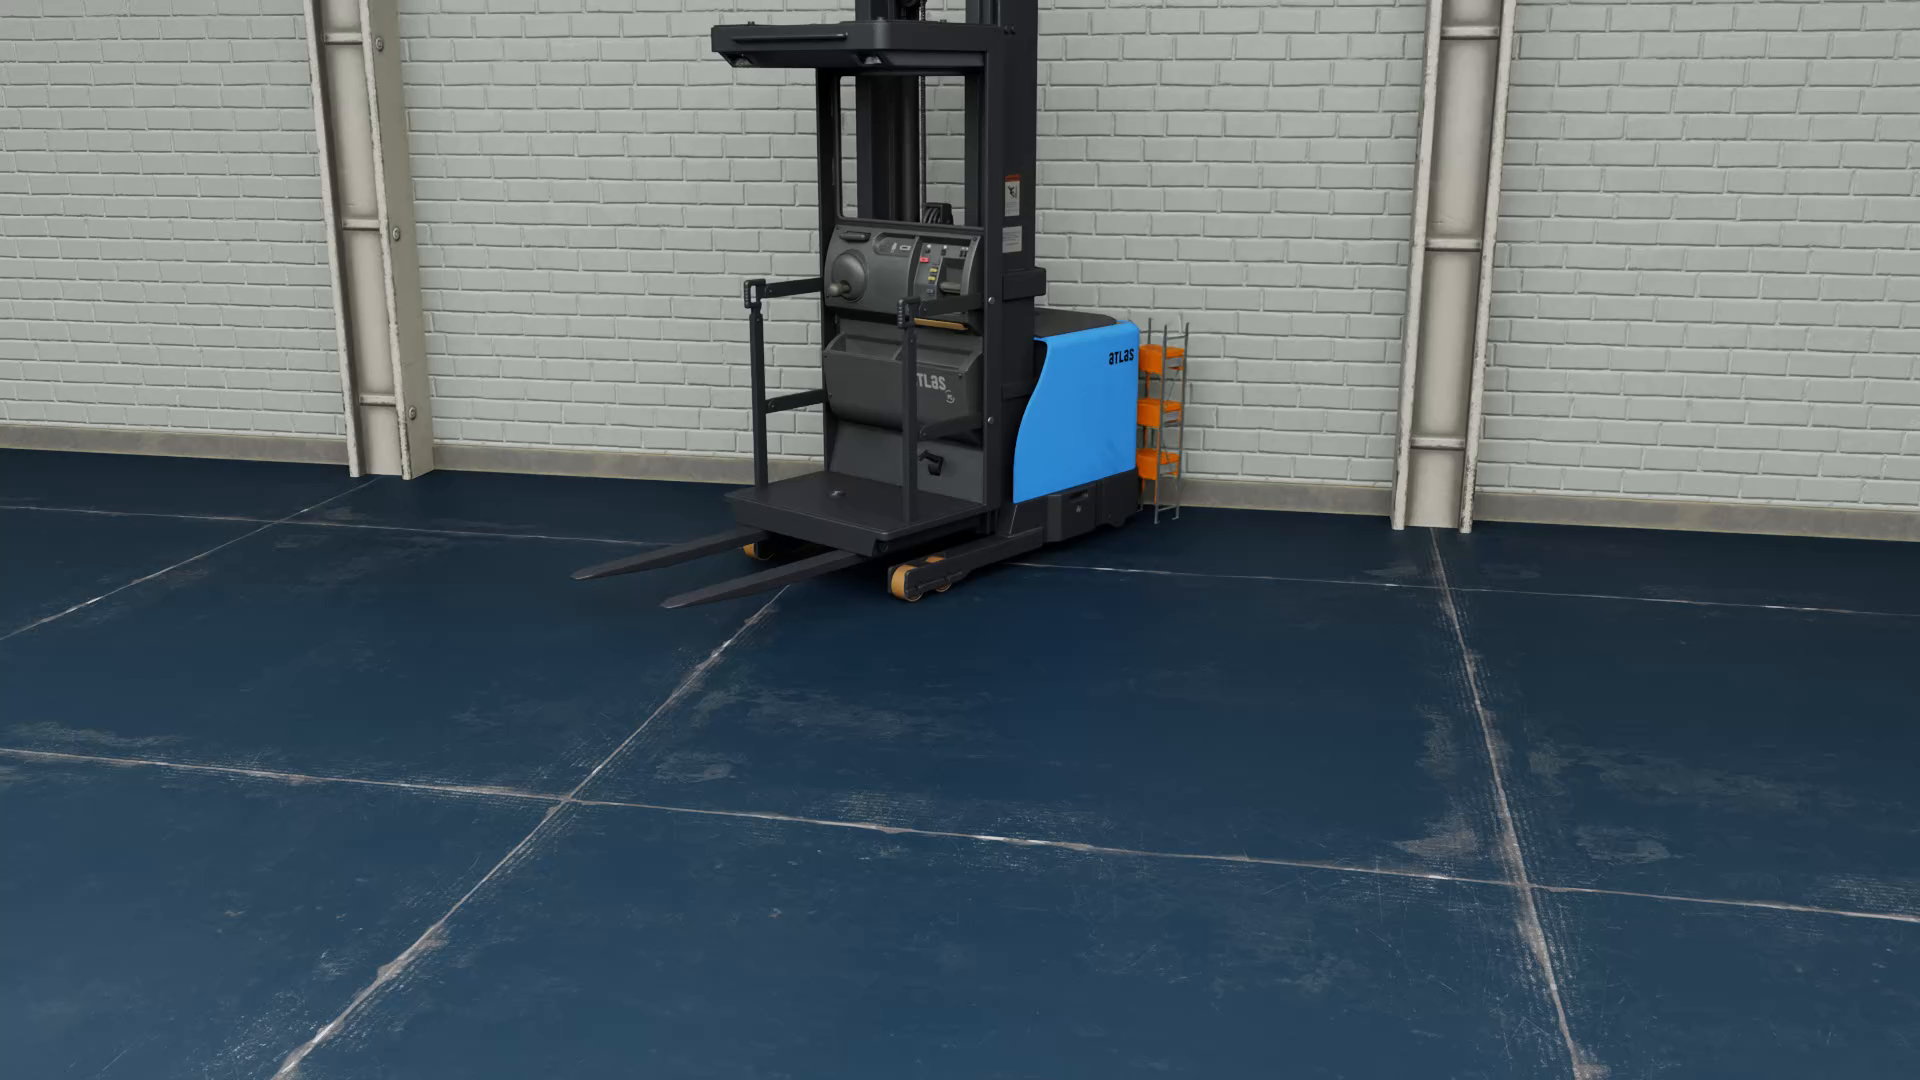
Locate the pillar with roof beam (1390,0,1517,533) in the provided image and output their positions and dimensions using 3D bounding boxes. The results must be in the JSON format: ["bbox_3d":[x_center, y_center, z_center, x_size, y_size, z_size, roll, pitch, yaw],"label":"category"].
[{"bbox_3d":[1.630,-3.297,3.539,0.400,9.000,9.100,3,16,11],"label":"pillar with roof beam"}]

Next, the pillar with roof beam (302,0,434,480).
[{"bbox_3d":[-4.249,-3.617,4.691,0.400,9.000,9.100,3,16,11],"label":"pillar with roof beam"}]

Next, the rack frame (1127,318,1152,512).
[{"bbox_3d":[0.933,-0.653,8.871,0.008,1.050,0.200,15,20,42],"label":"rack frame"}]

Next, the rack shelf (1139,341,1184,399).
[{"bbox_3d":[1.025,-0.895,8.721,0.240,0.259,0.215,15,20,42],"label":"rack shelf"}]

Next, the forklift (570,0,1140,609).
[{"bbox_3d":[-0.417,-1.286,7.646,1.130,2.935,3.031,13,20,40],"label":"forklift"}]

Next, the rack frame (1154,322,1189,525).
[{"bbox_3d":[1.107,-0.607,8.707,0.008,1.050,0.200,15,20,42],"label":"rack frame"}]

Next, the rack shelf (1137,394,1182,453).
[{"bbox_3d":[1.020,-0.620,8.792,0.240,0.259,0.215,15,20,42],"label":"rack shelf"}]

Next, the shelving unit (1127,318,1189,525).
[{"bbox_3d":[1.020,-0.630,8.789,0.252,1.050,0.215,15,20,42],"label":"shelving unit"}]

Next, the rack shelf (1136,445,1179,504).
[{"bbox_3d":[1.015,-0.351,8.861,0.240,0.259,0.215,15,20,42],"label":"rack shelf"}]
